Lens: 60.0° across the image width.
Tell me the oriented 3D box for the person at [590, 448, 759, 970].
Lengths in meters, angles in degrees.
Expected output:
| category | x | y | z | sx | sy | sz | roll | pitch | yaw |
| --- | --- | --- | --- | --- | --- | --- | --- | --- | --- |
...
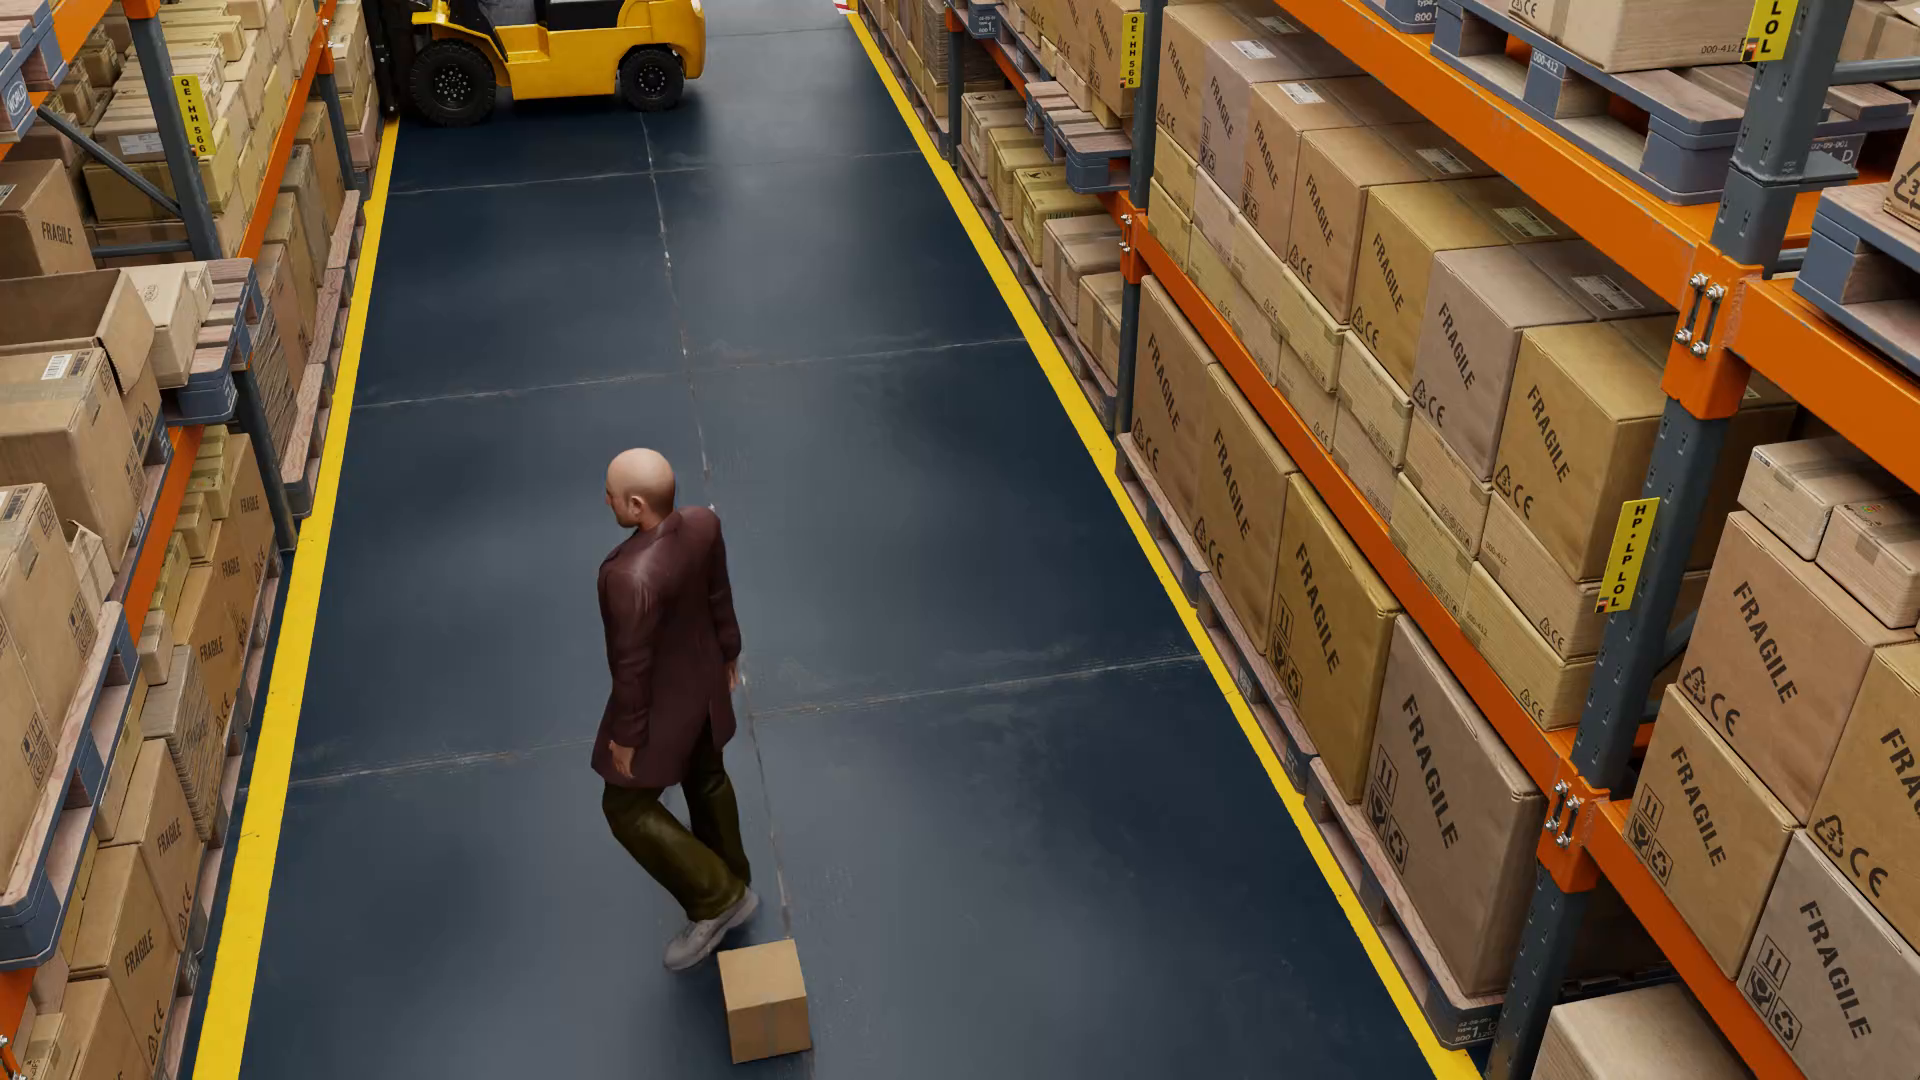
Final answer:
| category | x | y | z | sx | sy | sz | roll | pitch | yaw |
| --- | --- | --- | --- | --- | --- | --- | --- | --- | --- |
| person | -0.889 | 0.531 | 5.337 | 0.546 | 1.766 | 0.732 | 13 | 36 | 19 |
